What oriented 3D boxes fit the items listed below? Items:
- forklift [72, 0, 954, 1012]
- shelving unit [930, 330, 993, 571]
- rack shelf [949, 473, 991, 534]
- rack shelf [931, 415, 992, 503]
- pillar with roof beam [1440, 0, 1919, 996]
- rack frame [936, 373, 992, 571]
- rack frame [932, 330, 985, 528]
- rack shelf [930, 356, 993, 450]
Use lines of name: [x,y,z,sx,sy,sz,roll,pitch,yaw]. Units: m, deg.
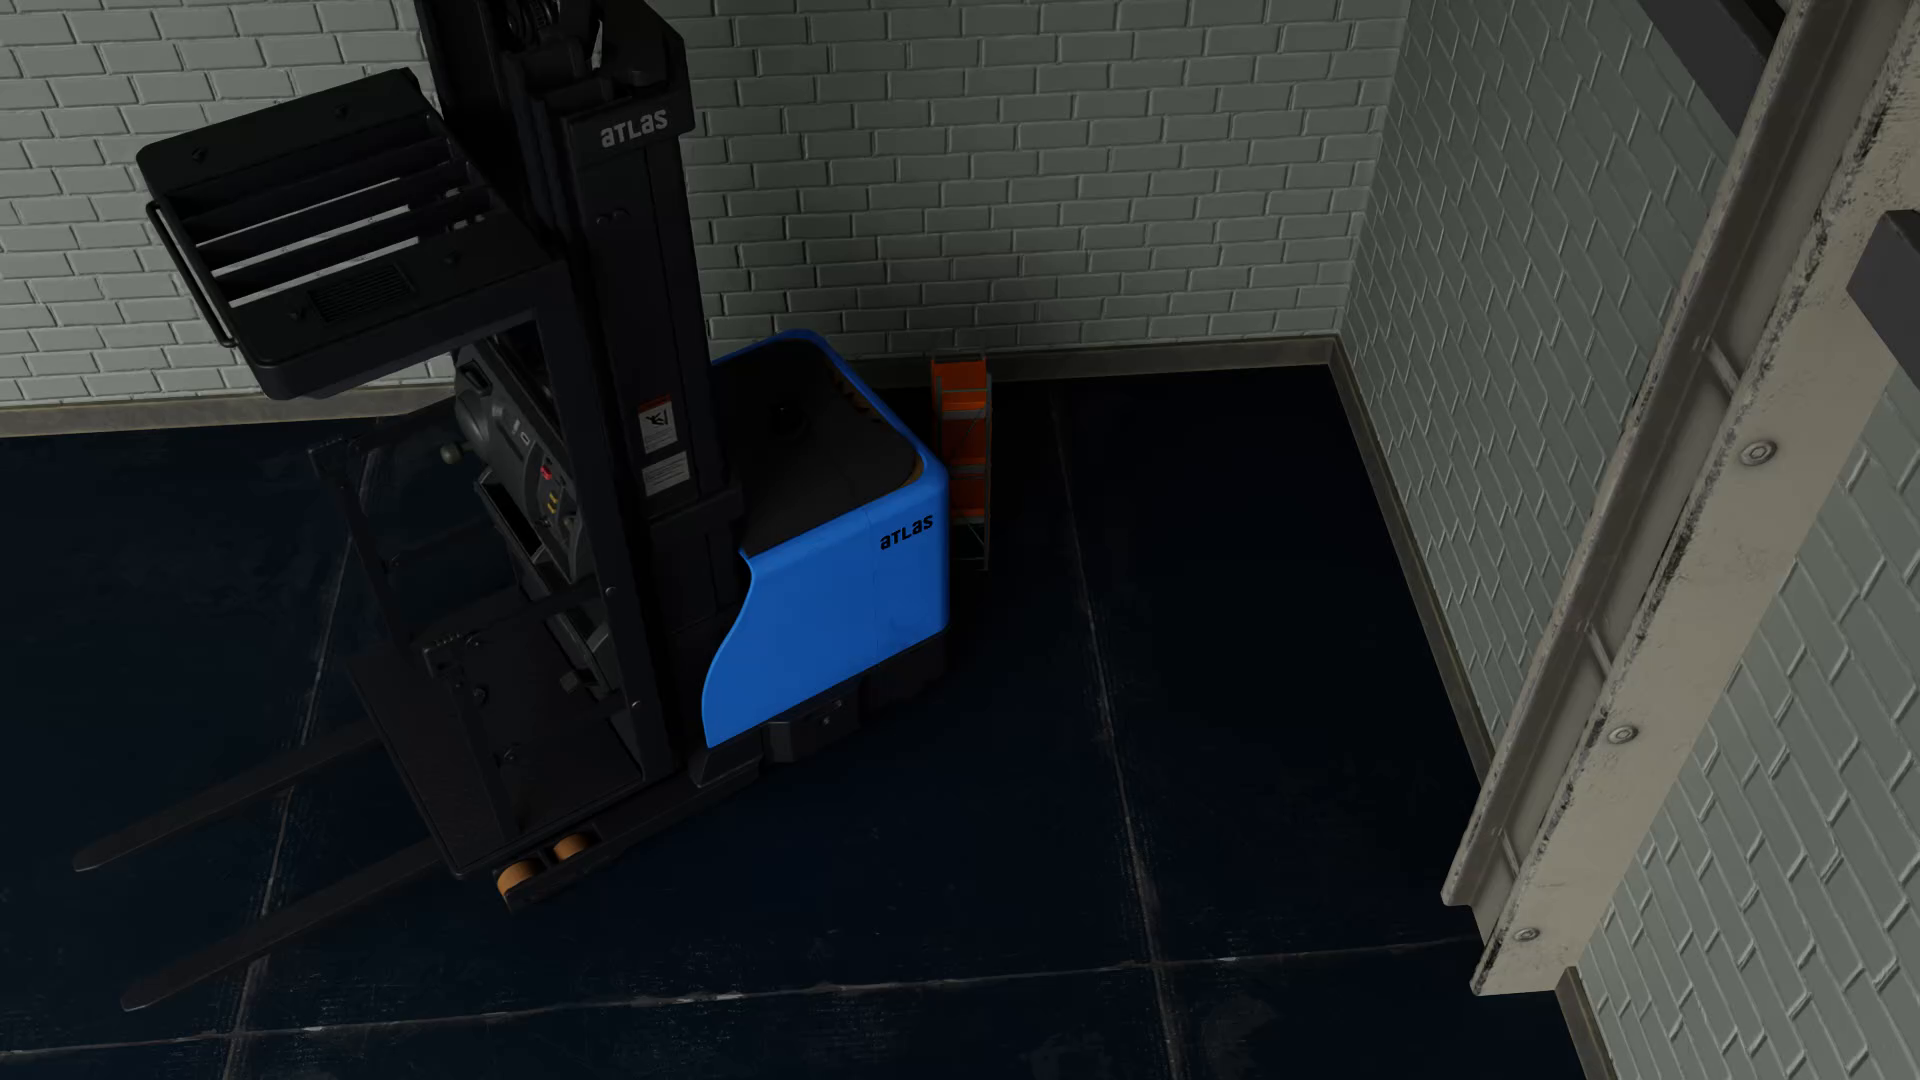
forklift: [-1.531,-0.194,5.052,3.031,2.935,1.130,-26,52,-22]
shelving unit: [0.004,-0.322,6.469,0.215,1.050,0.252,-3,47,-3]
rack shelf: [0.004,-0.124,6.678,0.215,0.259,0.240,-3,47,-3]
rack shelf: [0.004,-0.315,6.476,0.215,0.259,0.240,-3,47,-3]
pillar with roof beam: [-2.463,-1.487,2.097,9.100,9.000,0.400,-3,47,-3]
rack frame: [0.015,-0.234,6.385,0.200,1.050,0.008,-3,47,-3]
rack frame: [-0.006,-0.411,6.552,0.200,1.050,0.008,-3,47,-3]
rack shelf: [0.004,-0.510,6.270,0.215,0.259,0.240,-3,47,-3]
